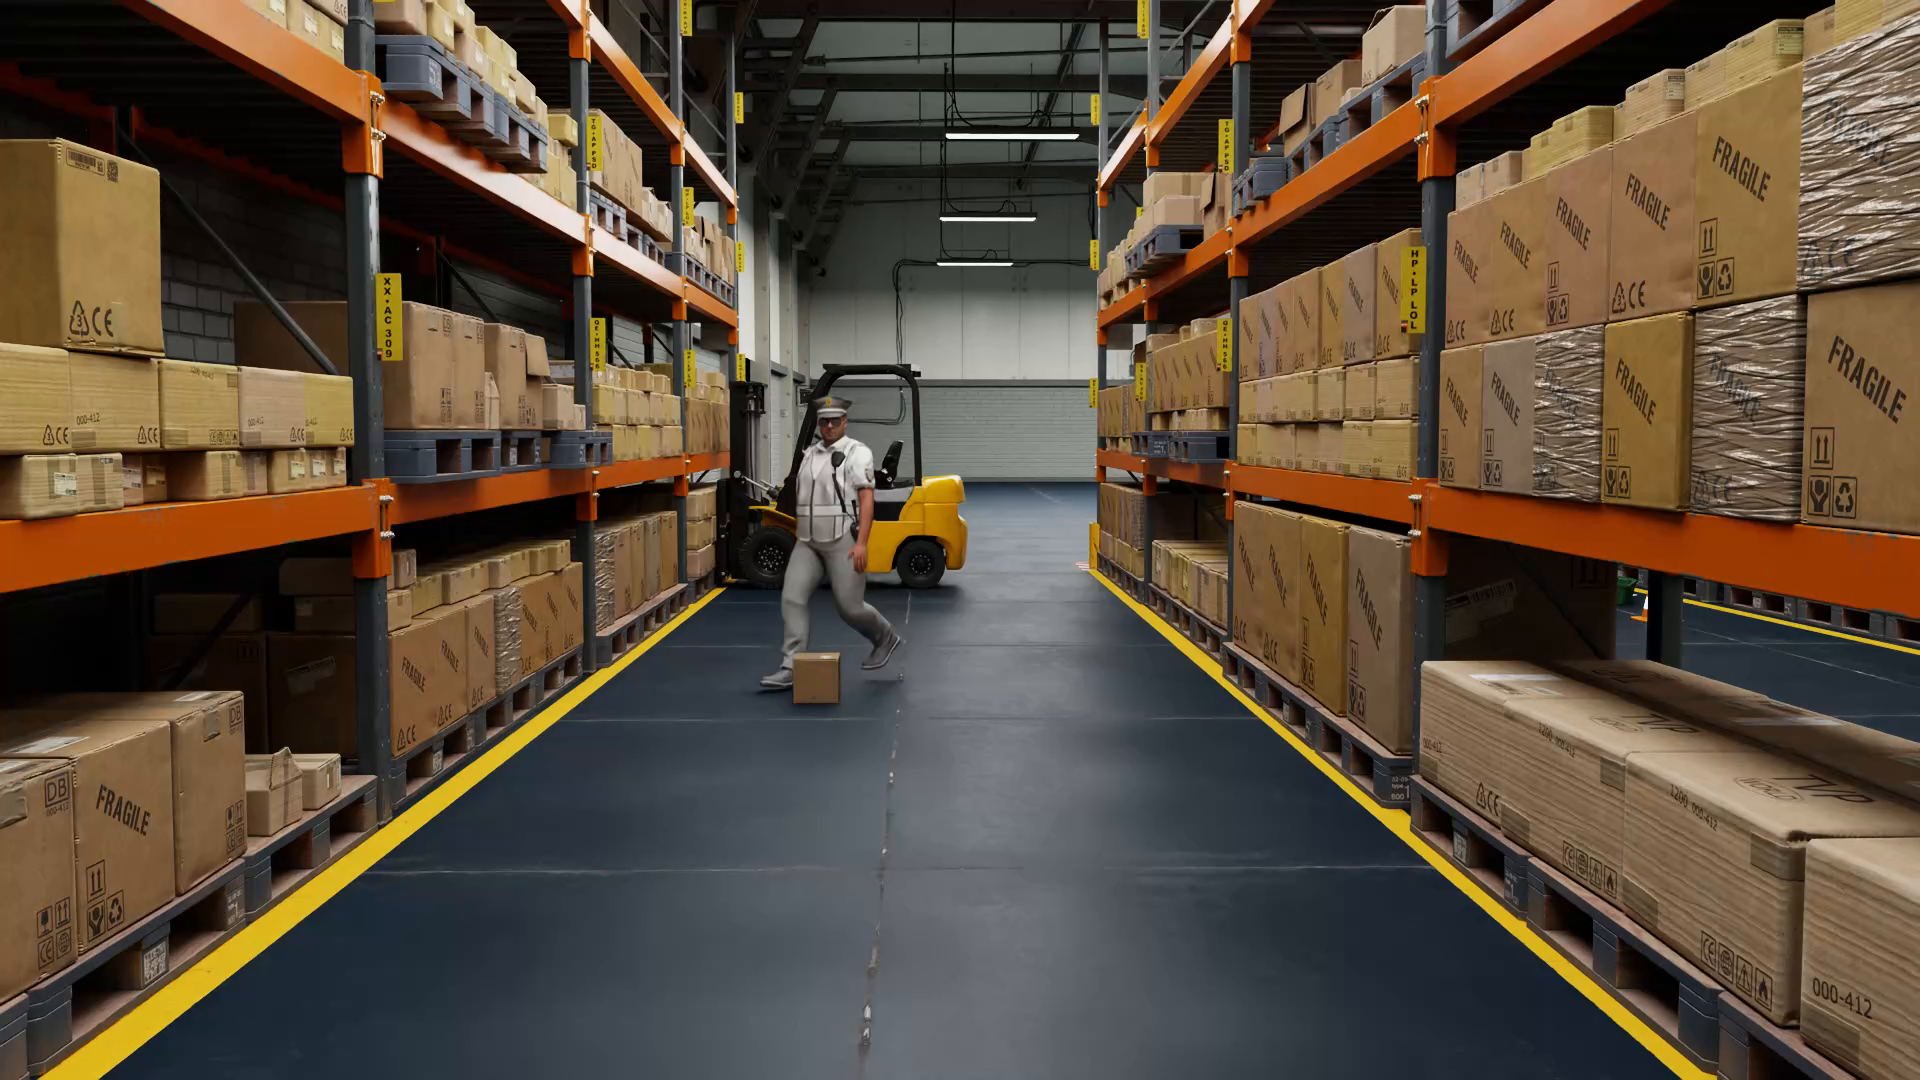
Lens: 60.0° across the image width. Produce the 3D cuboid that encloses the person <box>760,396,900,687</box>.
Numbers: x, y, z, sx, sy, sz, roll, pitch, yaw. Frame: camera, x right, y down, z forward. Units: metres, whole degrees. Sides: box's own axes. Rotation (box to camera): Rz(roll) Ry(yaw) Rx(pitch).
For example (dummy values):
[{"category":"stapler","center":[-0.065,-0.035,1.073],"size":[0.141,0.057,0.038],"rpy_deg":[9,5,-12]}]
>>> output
[{"category":"person","center":[-0.786,0.002,9.842],"size":[0.555,1.707,0.948],"rpy_deg":[2,4,31]}]
